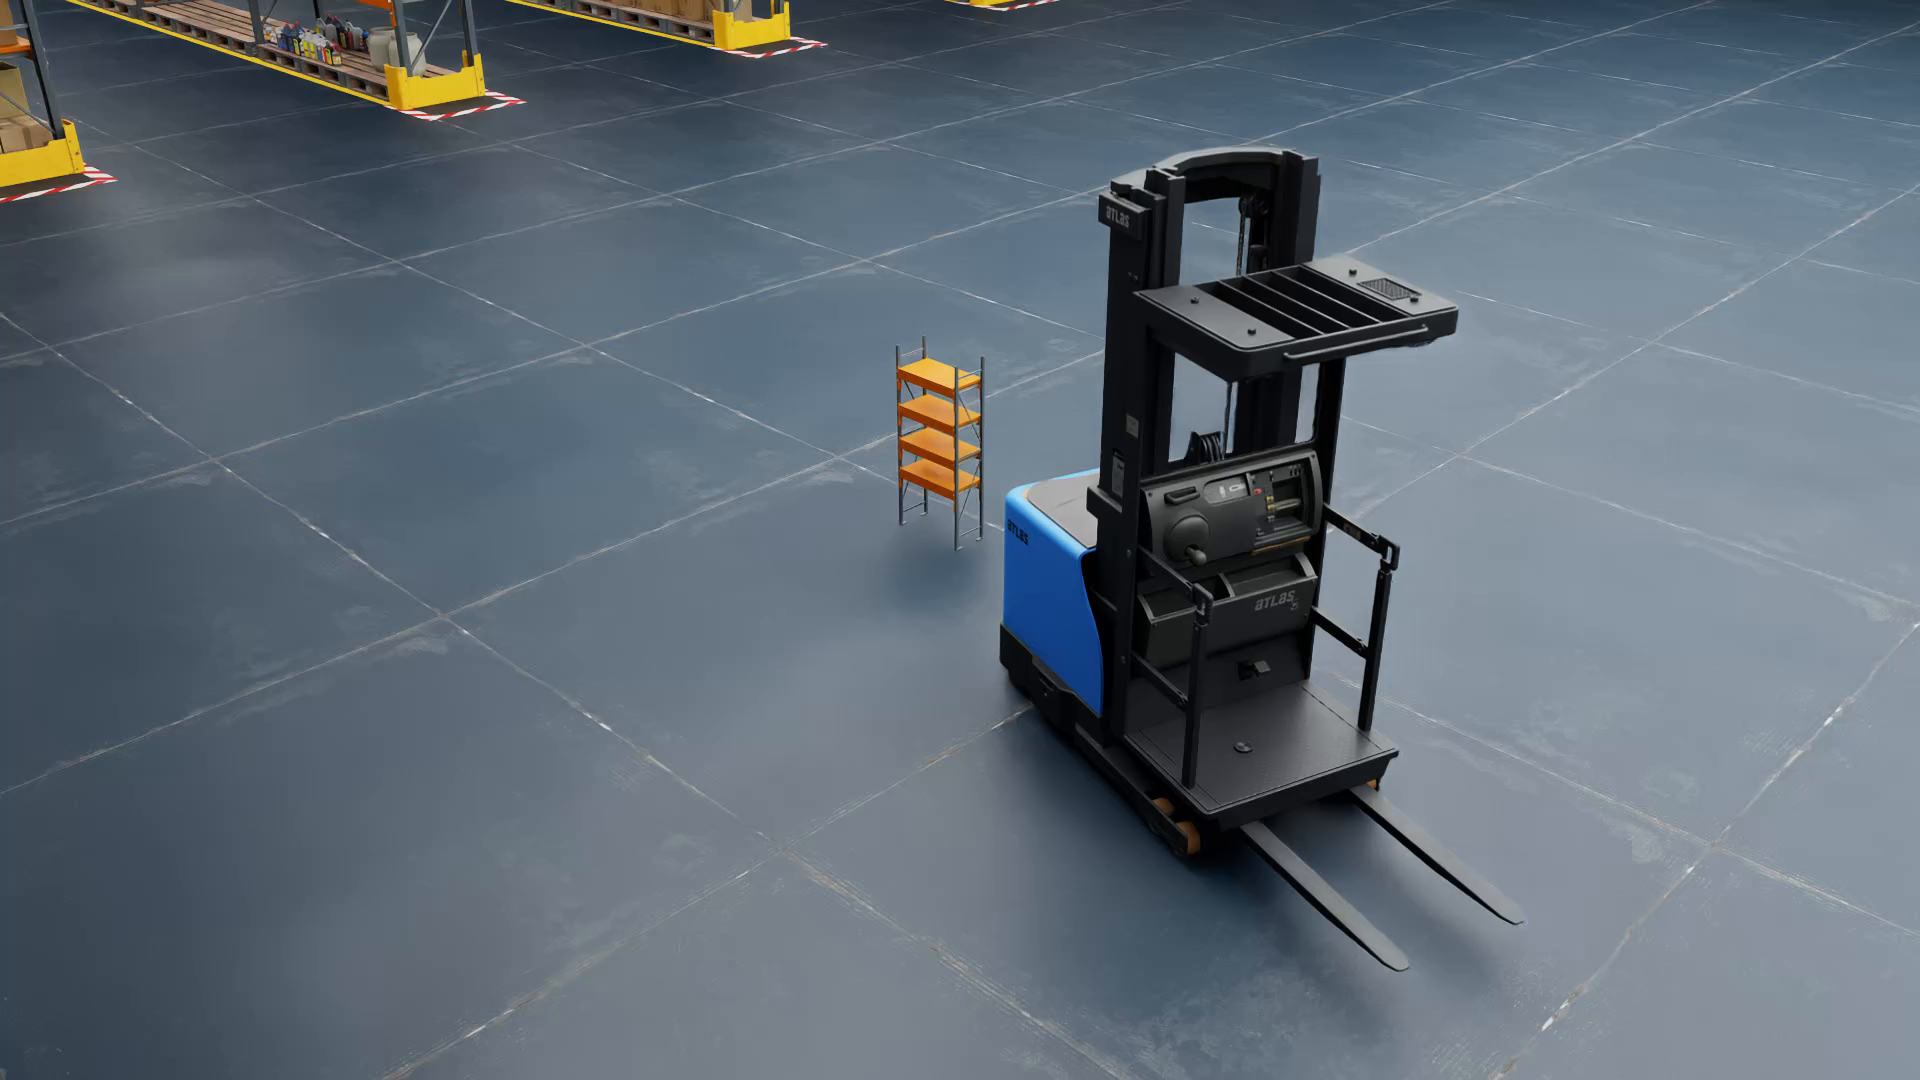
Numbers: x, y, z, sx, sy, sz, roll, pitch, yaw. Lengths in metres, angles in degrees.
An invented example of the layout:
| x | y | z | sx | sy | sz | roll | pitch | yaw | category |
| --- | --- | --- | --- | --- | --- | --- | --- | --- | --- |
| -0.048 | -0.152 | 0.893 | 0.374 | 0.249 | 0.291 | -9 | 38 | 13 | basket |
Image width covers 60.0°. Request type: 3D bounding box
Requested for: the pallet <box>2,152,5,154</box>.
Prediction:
| x | y | z | sx | sy | sz | roll | pitch | yaw | category |
| --- | --- | --- | --- | --- | --- | --- | --- | --- | --- |
| -10.427 | -4.130 | 17.877 | 1.213 | 0.211 | 1.003 | 25 | 36 | 38 | pallet |

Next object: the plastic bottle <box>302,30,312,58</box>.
| x | y | z | sx | sy | sz | roll | pitch | yaw | category |
| --- | --- | --- | --- | --- | --- | --- | --- | --- | --- |
| -8.506 | -6.497 | 21.756 | 0.185 | 0.351 | 0.144 | 24 | 36 | 38 | plastic bottle |

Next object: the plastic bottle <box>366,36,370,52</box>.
| x | y | z | sx | sy | sz | roll | pitch | yaw | category |
| --- | --- | --- | --- | --- | --- | --- | --- | --- | --- |
| -7.837 | -6.599 | 22.110 | 0.097 | 0.201 | 0.097 | 0 | 28 | 0 | plastic bottle |

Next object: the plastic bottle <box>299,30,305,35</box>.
| x | y | z | sx | sy | sz | roll | pitch | yaw | category |
| --- | --- | --- | --- | --- | --- | --- | --- | --- | --- |
| -8.756 | -6.655 | 22.142 | 0.097 | 0.271 | 0.097 | 0 | 28 | 0 | plastic bottle |

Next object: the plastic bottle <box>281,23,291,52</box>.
| x | y | z | sx | sy | sz | roll | pitch | yaw | category |
| --- | --- | --- | --- | --- | --- | --- | --- | --- | --- |
| -8.944 | -6.697 | 22.137 | 0.144 | 0.351 | 0.185 | -24 | 36 | -38 | plastic bottle |

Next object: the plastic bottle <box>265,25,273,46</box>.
| x | y | z | sx | sy | sz | roll | pitch | yaw | category |
| --- | --- | --- | --- | --- | --- | --- | --- | --- | --- |
| -9.309 | -6.814 | 22.444 | 0.097 | 0.271 | 0.097 | 0 | 28 | 0 | plastic bottle |

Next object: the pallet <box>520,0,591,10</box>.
| x | y | z | sx | sy | sz | roll | pitch | yaw | category |
| --- | --- | --- | --- | --- | --- | --- | --- | --- | --- |
| -6.313 | -8.739 | 26.643 | 1.213 | 0.211 | 1.003 | 25 | 36 | 38 | pallet |

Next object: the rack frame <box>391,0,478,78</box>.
| x | y | z | sx | sy | sz | roll | pitch | yaw | category |
| --- | --- | --- | --- | --- | --- | --- | --- | --- | --- |
| -6.377 | -6.771 | 19.903 | 0.127 | 3.000 | 1.000 | 25 | 36 | 38 | rack frame |

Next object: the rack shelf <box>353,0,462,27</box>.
| x | y | z | sx | sy | sz | roll | pitch | yaw | category |
| --- | --- | --- | --- | --- | --- | --- | --- | --- | --- |
| -7.803 | -7.105 | 21.312 | 4.000 | 0.370 | 1.077 | 25 | 36 | 38 | rack shelf |

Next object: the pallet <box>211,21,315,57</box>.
| x | y | z | sx | sy | sz | roll | pitch | yaw | category |
| --- | --- | --- | --- | --- | --- | --- | --- | --- | --- |
| -9.816 | -7.085 | 23.497 | 1.213 | 0.211 | 1.003 | 25 | 36 | 38 | pallet |

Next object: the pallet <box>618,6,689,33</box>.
| x | y | z | sx | sy | sz | roll | pitch | yaw | category |
| --- | --- | --- | --- | --- | --- | --- | --- | --- | --- |
| -4.379 | -7.880 | 25.009 | 1.213 | 0.211 | 1.003 | 25 | 36 | 38 | pallet |

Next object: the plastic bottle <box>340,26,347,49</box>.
| x | y | z | sx | sy | sz | roll | pitch | yaw | category |
| --- | --- | --- | --- | --- | --- | --- | --- | --- | --- |
| -8.254 | -6.743 | 22.297 | 0.133 | 0.283 | 0.061 | 25 | 36 | 38 | plastic bottle |

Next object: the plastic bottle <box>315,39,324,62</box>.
| x | y | z | sx | sy | sz | roll | pitch | yaw | category |
| --- | --- | --- | --- | --- | --- | --- | --- | --- | --- |
| -8.253 | -6.350 | 21.558 | 0.135 | 0.276 | 0.152 | 23 | 36 | 37 | plastic bottle |

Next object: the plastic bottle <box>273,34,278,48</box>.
| x | y | z | sx | sy | sz | roll | pitch | yaw | category |
| --- | --- | --- | --- | --- | --- | --- | --- | --- | --- |
| -9.164 | -6.716 | 22.334 | 0.097 | 0.201 | 0.097 | 0 | 28 | 0 | plastic bottle |

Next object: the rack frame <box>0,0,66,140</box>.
| x | y | z | sx | sy | sz | roll | pitch | yaw | category |
| --- | --- | --- | --- | --- | --- | --- | --- | --- | --- |
| -9.852 | -5.128 | 16.780 | 0.127 | 3.000 | 1.000 | 25 | 36 | 38 | rack frame |

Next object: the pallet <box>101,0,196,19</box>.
| x | y | z | sx | sy | sz | roll | pitch | yaw | category |
| --- | --- | --- | --- | --- | --- | --- | --- | --- | --- |
| -12.673 | -8.390 | 25.980 | 1.213 | 0.211 | 1.003 | 25 | 36 | 38 | pallet |

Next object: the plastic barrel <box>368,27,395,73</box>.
| x | y | z | sx | sy | sz | roll | pitch | yaw | category |
| --- | --- | --- | --- | --- | --- | --- | --- | --- | --- |
| -7.257 | -6.208 | 21.056 | 0.421 | 0.512 | 0.421 | 0 | 28 | 0 | plastic barrel |

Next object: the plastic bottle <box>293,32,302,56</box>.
| x | y | z | sx | sy | sz | roll | pitch | yaw | category |
| --- | --- | --- | --- | --- | --- | --- | --- | --- | --- |
| -8.721 | -6.538 | 21.907 | 0.061 | 0.283 | 0.133 | -23 | 36 | -37 | plastic bottle |

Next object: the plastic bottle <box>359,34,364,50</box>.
| x | y | z | sx | sy | sz | roll | pitch | yaw | category |
| --- | --- | --- | --- | --- | --- | --- | --- | --- | --- |
| -7.984 | -6.666 | 22.238 | 0.097 | 0.201 | 0.097 | 0 | 28 | 0 | plastic bottle |

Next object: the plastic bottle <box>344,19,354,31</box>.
| x | y | z | sx | sy | sz | roll | pitch | yaw | category |
| --- | --- | --- | --- | --- | --- | --- | --- | --- | --- |
| -8.200 | -6.816 | 22.362 | 0.185 | 0.351 | 0.144 | 24 | 36 | 38 | plastic bottle |

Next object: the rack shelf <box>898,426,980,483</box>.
| x | y | z | sx | sy | sz | roll | pitch | yaw | category |
| --- | --- | --- | --- | --- | --- | --- | --- | --- | --- |
| -0.118 | -0.526 | 10.105 | 0.480 | 0.148 | 0.258 | 25 | 36 | 38 | rack shelf |

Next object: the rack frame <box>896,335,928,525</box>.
| x | y | z | sx | sy | sz | roll | pitch | yaw | category |
| --- | --- | --- | --- | --- | --- | --- | --- | --- | --- |
| -0.292 | -0.665 | 10.225 | 0.015 | 1.200 | 0.240 | 25 | 36 | 38 | rack frame |

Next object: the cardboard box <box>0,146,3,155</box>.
| x | y | z | sx | sy | sz | roll | pitch | yaw | category |
| --- | --- | --- | --- | --- | --- | --- | --- | --- | --- |
| -10.442 | -4.174 | 17.468 | 0.500 | 0.250 | 0.500 | 25 | 36 | 38 | cardboard box |

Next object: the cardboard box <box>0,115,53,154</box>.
| x | y | z | sx | sy | sz | roll | pitch | yaw | category |
| --- | --- | --- | --- | --- | --- | --- | --- | --- | --- |
| -10.078 | -4.346 | 17.795 | 0.500 | 0.250 | 0.500 | 25 | 36 | 38 | cardboard box |

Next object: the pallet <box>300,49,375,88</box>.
| x | y | z | sx | sy | sz | roll | pitch | yaw | category |
| --- | --- | --- | --- | --- | --- | --- | --- | --- | --- |
| -7.905 | -6.211 | 21.834 | 1.213 | 0.211 | 1.003 | 25 | 36 | 38 | pallet |

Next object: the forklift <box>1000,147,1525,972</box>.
| x | y | z | sx | sy | sz | roll | pitch | yaw | category |
| --- | --- | --- | --- | --- | --- | --- | --- | --- | --- |
| 1.332 | -0.100 | 7.291 | 1.130 | 2.935 | 3.031 | -13 | 31 | -24 | forklift |

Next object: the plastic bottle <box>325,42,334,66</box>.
| x | y | z | sx | sy | sz | roll | pitch | yaw | category |
| --- | --- | --- | --- | --- | --- | --- | --- | --- | --- |
| -8.090 | -6.249 | 21.357 | 0.061 | 0.283 | 0.133 | -24 | 36 | -38 | plastic bottle |

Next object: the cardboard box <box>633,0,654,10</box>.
| x | y | z | sx | sy | sz | roll | pitch | yaw | category |
| --- | --- | --- | --- | --- | --- | --- | --- | --- | --- |
| -4.588 | -8.294 | 25.036 | 0.500 | 0.500 | 0.500 | 21 | 34 | 34 | cardboard box |

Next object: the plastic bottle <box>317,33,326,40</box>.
| x | y | z | sx | sy | sz | roll | pitch | yaw | category |
| --- | --- | --- | --- | --- | --- | --- | --- | --- | --- |
| -8.421 | -6.521 | 21.882 | 0.135 | 0.276 | 0.152 | 25 | 36 | 38 | plastic bottle |

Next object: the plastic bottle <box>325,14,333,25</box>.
| x | y | z | sx | sy | sz | roll | pitch | yaw | category |
| --- | --- | --- | --- | --- | --- | --- | --- | --- | --- |
| -8.568 | -6.984 | 22.682 | 0.185 | 0.351 | 0.144 | 23 | 36 | 37 | plastic bottle |

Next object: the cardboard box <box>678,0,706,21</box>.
| x | y | z | sx | sy | sz | roll | pitch | yaw | category |
| --- | --- | --- | --- | --- | --- | --- | --- | --- | --- |
| -3.788 | -7.887 | 24.261 | 0.500 | 0.500 | 0.500 | -15 | 31 | -27 | cardboard box |

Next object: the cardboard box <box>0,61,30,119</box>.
| x | y | z | sx | sy | sz | roll | pitch | yaw | category |
| --- | --- | --- | --- | --- | --- | --- | --- | --- | --- |
| -10.436 | -4.840 | 17.929 | 0.500 | 0.500 | 0.500 | 25 | 36 | 38 | cardboard box |

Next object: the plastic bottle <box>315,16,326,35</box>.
| x | y | z | sx | sy | sz | roll | pitch | yaw | category |
| --- | --- | --- | --- | --- | --- | --- | --- | --- | --- |
| -8.669 | -6.936 | 22.591 | 0.185 | 0.351 | 0.144 | 25 | 36 | 38 | plastic bottle |

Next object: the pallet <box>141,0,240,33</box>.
| x | y | z | sx | sy | sz | roll | pitch | yaw | category |
| --- | --- | --- | --- | --- | --- | --- | --- | --- | --- |
| -11.556 | -7.881 | 25.011 | 1.213 | 0.211 | 1.003 | 25 | 36 | 38 | pallet |

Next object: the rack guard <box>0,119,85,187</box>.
| x | y | z | sx | sy | sz | roll | pitch | yaw | category |
| --- | --- | --- | --- | --- | --- | --- | --- | --- | --- |
| -9.835 | -4.014 | 17.346 | 0.348 | 0.500 | 1.175 | 25 | 36 | 38 | rack guard |

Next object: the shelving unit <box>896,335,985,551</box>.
| x | y | z | sx | sy | sz | roll | pitch | yaw | category |
| --- | --- | --- | --- | --- | --- | --- | --- | --- | --- |
| -0.118 | -0.585 | 10.073 | 0.503 | 1.200 | 0.258 | 25 | 36 | 38 | shelving unit |

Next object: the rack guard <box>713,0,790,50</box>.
| x | y | z | sx | sy | sz | roll | pitch | yaw | category |
| --- | --- | --- | --- | --- | --- | --- | --- | --- | --- |
| -2.958 | -7.333 | 23.658 | 0.348 | 0.500 | 1.175 | 25 | 36 | 38 | rack guard |

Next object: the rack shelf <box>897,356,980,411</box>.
| x | y | z | sx | sy | sz | roll | pitch | yaw | category |
| --- | --- | --- | --- | --- | --- | --- | --- | --- | --- |
| -0.118 | -0.933 | 9.891 | 0.480 | 0.148 | 0.258 | 25 | 36 | 38 | rack shelf |

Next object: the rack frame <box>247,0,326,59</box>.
| x | y | z | sx | sy | sz | roll | pitch | yaw | category |
| --- | --- | --- | --- | --- | --- | --- | --- | --- | --- |
| -9.229 | -8.076 | 22.386 | 0.127 | 3.000 | 1.000 | 25 | 36 | 38 | rack frame |
